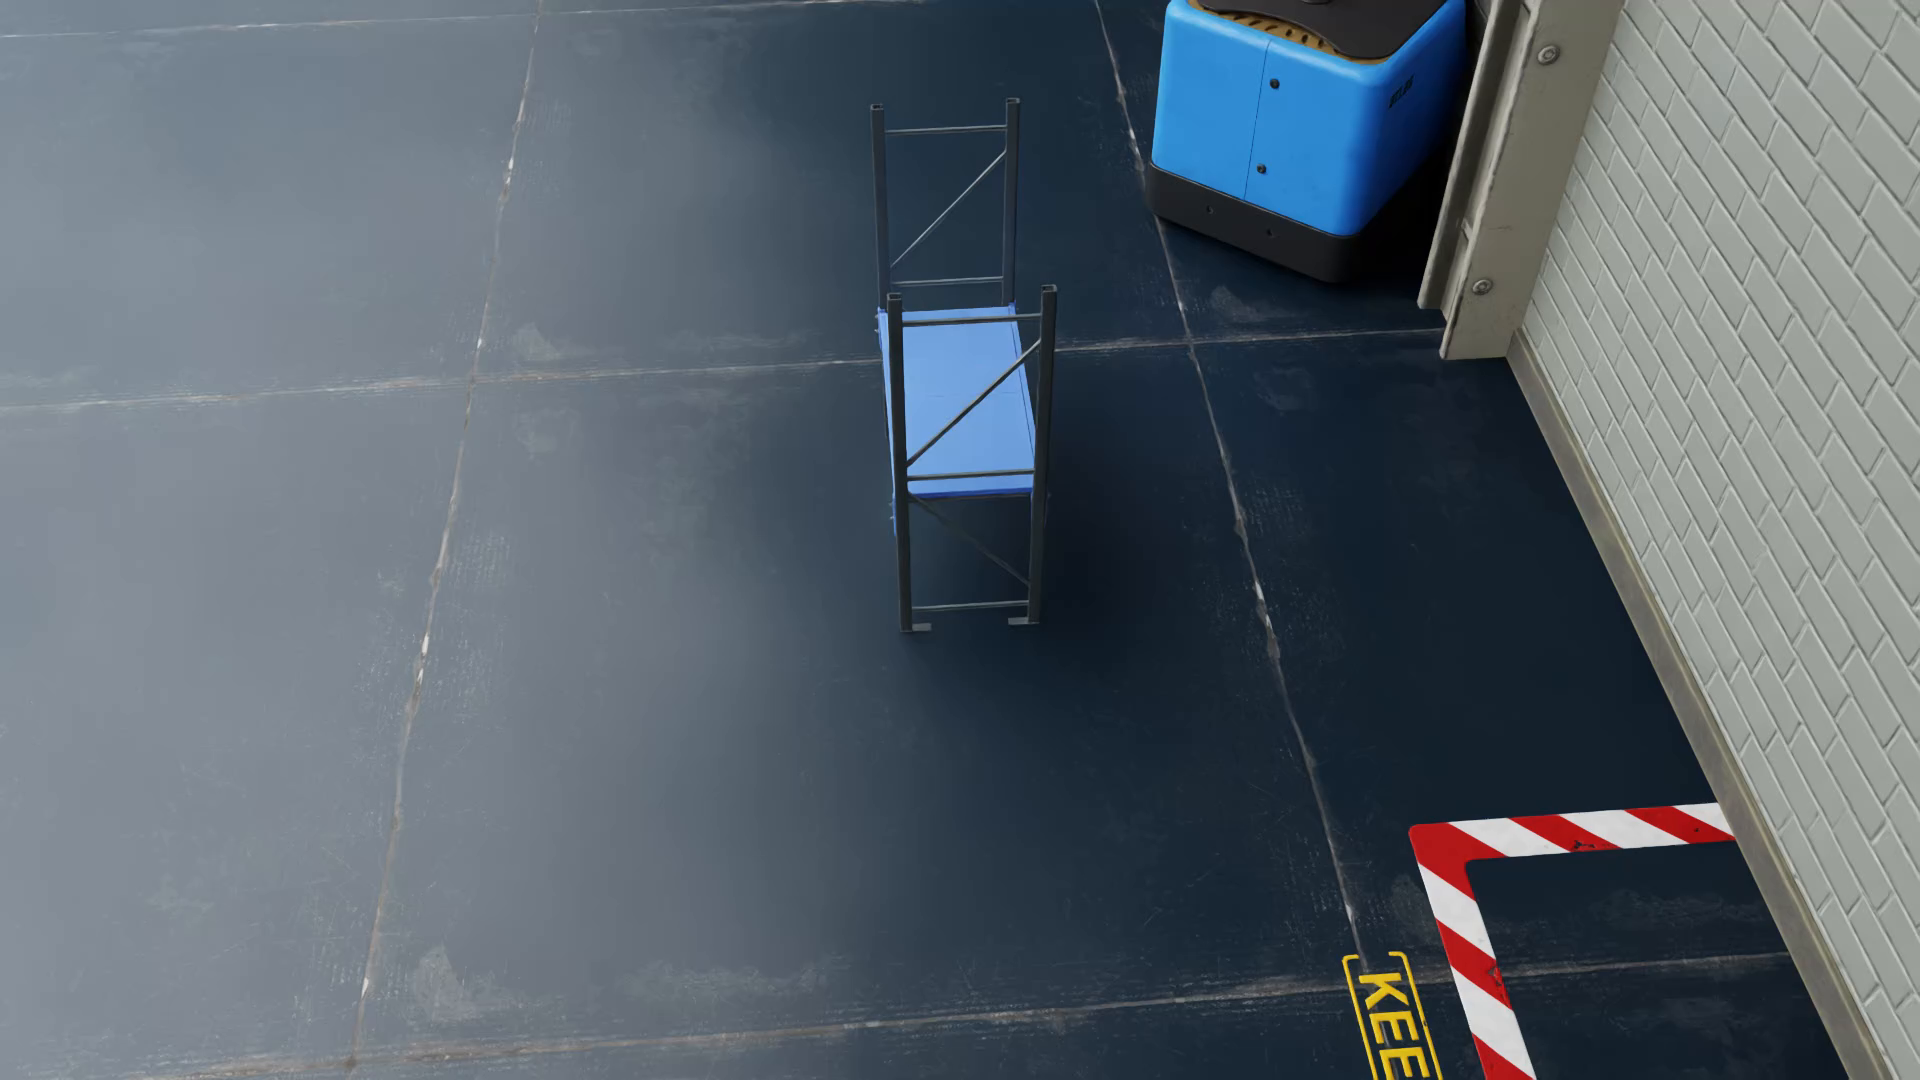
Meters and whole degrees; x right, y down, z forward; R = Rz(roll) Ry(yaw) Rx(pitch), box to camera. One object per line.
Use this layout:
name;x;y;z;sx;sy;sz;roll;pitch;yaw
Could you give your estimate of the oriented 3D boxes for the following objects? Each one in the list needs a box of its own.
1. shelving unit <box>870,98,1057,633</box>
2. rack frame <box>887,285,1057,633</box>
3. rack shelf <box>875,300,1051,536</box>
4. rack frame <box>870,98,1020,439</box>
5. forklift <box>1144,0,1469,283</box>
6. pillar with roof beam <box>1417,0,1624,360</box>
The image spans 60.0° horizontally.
shelving unit;-0.007;-0.577;5.764;0.538;1.500;1.048;-3;47;-3
rack frame;0.035;-0.210;5.416;0.500;1.500;0.032;-3;47;-3
rack shelf;-0.007;-0.454;5.895;0.538;0.185;1.000;-3;47;-3
rack frame;-0.050;-0.945;6.112;0.500;1.500;0.032;-3;47;-3
forklift;2.105;-3.155;7.220;1.130;2.935;3.031;27;52;23
pillar with roof beam;-2.133;-3.739;3.593;9.100;9.000;0.400;-3;47;-3
